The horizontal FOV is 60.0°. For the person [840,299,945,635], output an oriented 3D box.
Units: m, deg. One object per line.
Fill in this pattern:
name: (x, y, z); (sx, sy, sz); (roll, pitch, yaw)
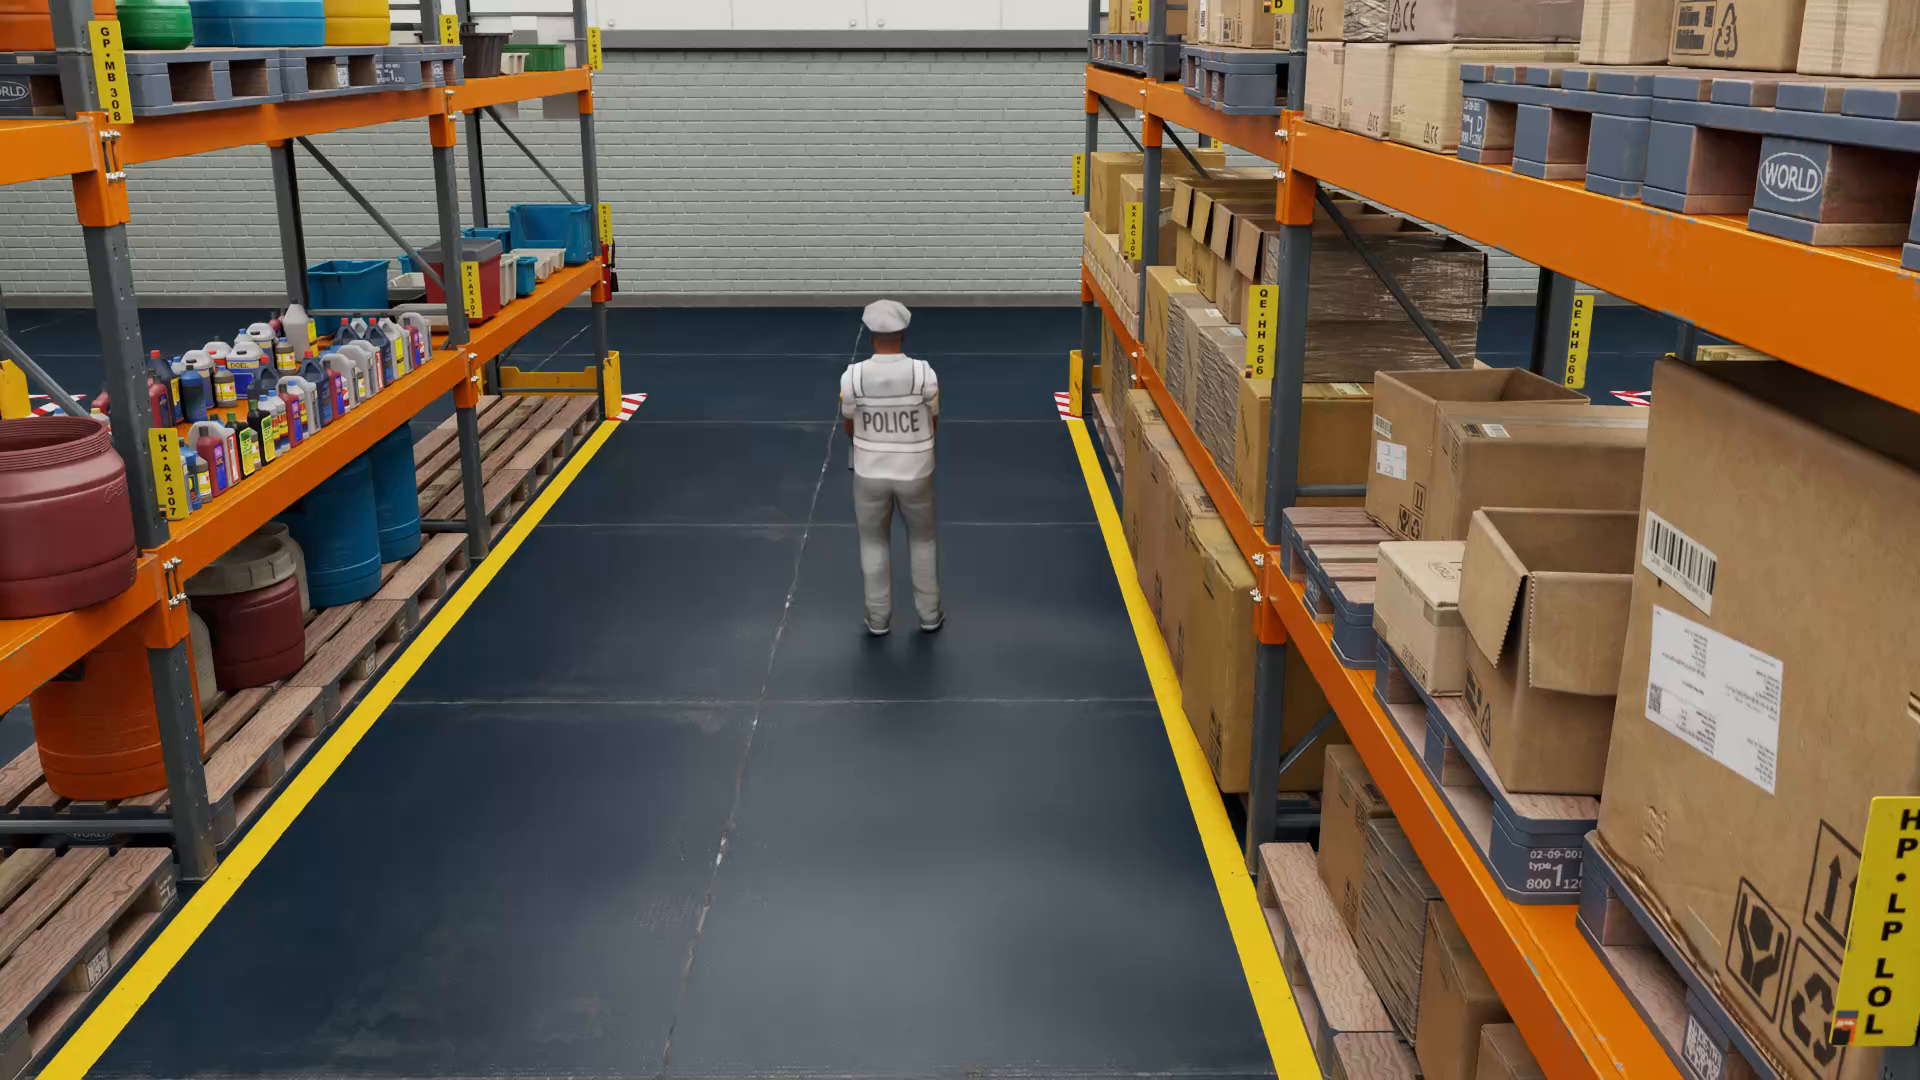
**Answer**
person: (-0.347, -0.381, 8.722); (0.537, 1.782, 0.538); (0, 17, -1)
